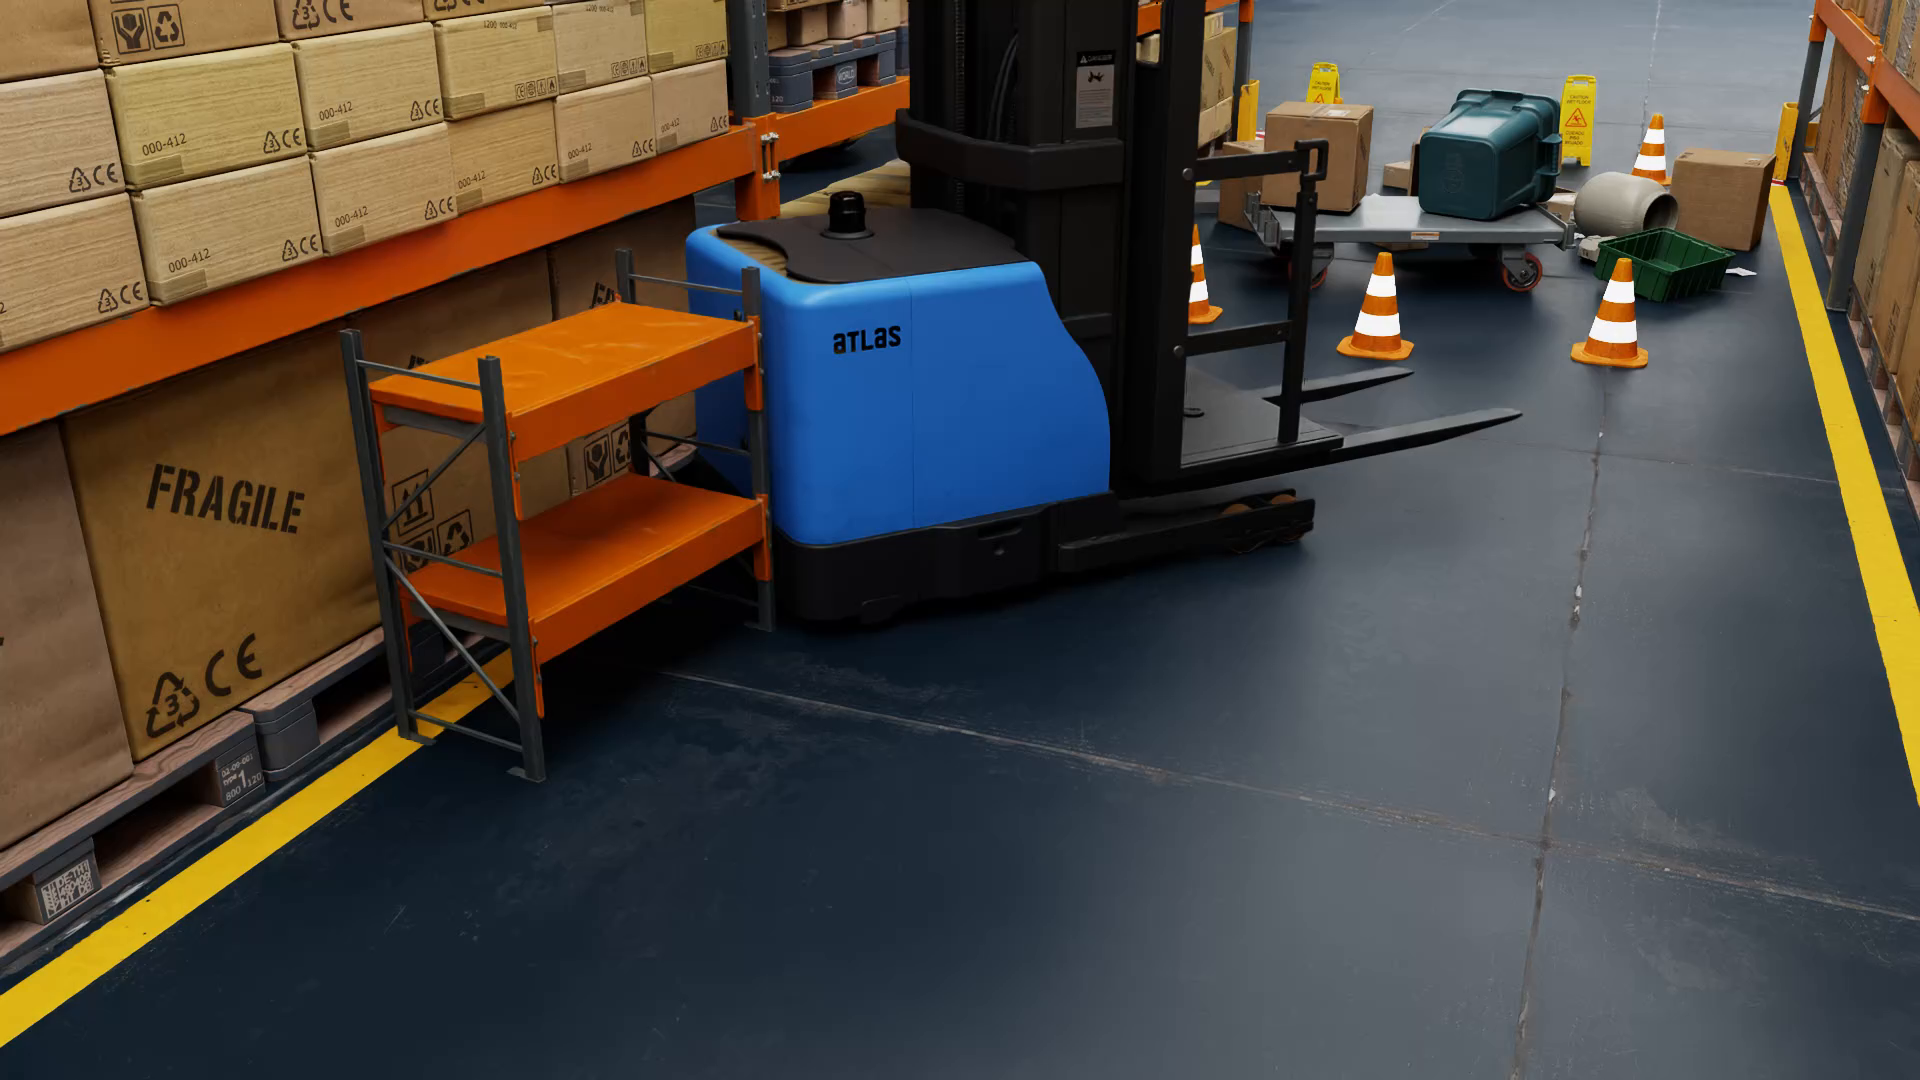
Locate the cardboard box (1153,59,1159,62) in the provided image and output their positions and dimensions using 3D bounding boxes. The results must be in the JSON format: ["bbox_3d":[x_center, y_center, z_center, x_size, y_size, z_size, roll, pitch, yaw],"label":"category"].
[{"bbox_3d":[0.976,-2.820,10.660,0.500,0.500,0.500,10,25,22],"label":"cardboard box"}]

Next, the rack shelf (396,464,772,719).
[{"bbox_3d":[-1.037,0.109,4.663,0.538,0.278,1.000,12,26,27],"label":"rack shelf"}]

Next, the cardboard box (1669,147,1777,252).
[{"bbox_3d":[4.576,-2.061,10.033,0.500,0.500,0.500,13,26,29],"label":"cardboard box"}]

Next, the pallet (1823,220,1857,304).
[{"bbox_3d":[5.307,-1.485,9.032,1.003,0.211,1.213,9,24,20],"label":"pallet"}]

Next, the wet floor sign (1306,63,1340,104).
[{"bbox_3d":[2.868,-3.443,13.157,0.267,0.644,0.232,19,29,38],"label":"wet floor sign"}]

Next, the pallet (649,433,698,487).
[{"bbox_3d":[-1.530,-0.194,5.941,1.003,0.211,1.213,9,24,20],"label":"pallet"}]

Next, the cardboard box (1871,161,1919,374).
[{"bbox_3d":[4.443,-1.087,6.835,1.050,0.750,0.750,9,24,20],"label":"cardboard box"}]

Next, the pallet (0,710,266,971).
[{"bbox_3d":[-2.436,0.679,3.851,1.003,0.211,1.213,9,24,20],"label":"pallet"}]

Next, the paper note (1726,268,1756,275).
[{"bbox_3d":[4.361,-1.512,9.328,0.147,0.020,0.142,-7,24,-17],"label":"paper note"}]

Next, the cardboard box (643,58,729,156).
[{"bbox_3d":[-1.114,-1.465,5.560,0.500,0.250,0.500,8,24,18],"label":"cardboard box"}]

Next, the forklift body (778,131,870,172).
[{"bbox_3d":[-1.816,-3.993,12.519,2.313,2.155,1.214,9,24,20],"label":"forklift body"}]

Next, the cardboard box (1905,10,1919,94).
[{"bbox_3d":[4.132,-2.048,6.632,0.500,0.500,0.500,9,24,20],"label":"cardboard box"}]

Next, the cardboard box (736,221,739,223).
[{"bbox_3d":[-0.681,-1.199,7.594,0.950,0.372,0.625,8,24,19],"label":"cardboard box"}]

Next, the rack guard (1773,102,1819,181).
[{"bbox_3d":[6.447,-2.798,11.799,1.175,0.500,0.348,9,24,20],"label":"rack guard"}]

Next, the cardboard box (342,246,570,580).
[{"bbox_3d":[-1.836,-0.412,5.056,0.875,0.875,0.875,9,24,21],"label":"cardboard box"}]

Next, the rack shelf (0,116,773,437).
[{"bbox_3d":[-1.910,-0.705,4.478,1.077,0.370,4.000,9,24,20],"label":"rack shelf"}]

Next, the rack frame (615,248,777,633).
[{"bbox_3d":[-0.786,-0.287,4.977,0.500,1.125,0.032,12,26,27],"label":"rack frame"}]

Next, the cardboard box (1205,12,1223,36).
[{"bbox_3d":[1.675,-3.720,11.973,0.380,0.149,0.250,10,24,22],"label":"cardboard box"}]

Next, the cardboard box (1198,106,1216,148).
[{"bbox_3d":[1.554,-3.028,12.130,0.500,0.250,0.500,9,24,20],"label":"cardboard box"}]

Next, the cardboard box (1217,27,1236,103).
[{"bbox_3d":[1.749,-3.562,12.436,0.500,0.500,0.500,9,24,20],"label":"cardboard box"}]

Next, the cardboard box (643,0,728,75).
[{"bbox_3d":[-1.111,-1.704,5.484,0.500,0.250,0.500,9,24,20],"label":"cardboard box"}]

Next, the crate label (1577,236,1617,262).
[{"bbox_3d":[3.713,-1.659,9.544,0.298,0.136,0.250,-7,24,-17],"label":"crate label"}]

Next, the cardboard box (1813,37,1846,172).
[{"bbox_3d":[6.247,-2.904,11.022,0.875,0.875,0.875,9,24,20],"label":"cardboard box"}]

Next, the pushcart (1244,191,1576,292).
[{"bbox_3d":[2.454,-1.665,9.247,1.648,0.377,0.936,1,23,2],"label":"pushcart"}]

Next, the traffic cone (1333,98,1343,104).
[{"bbox_3d":[2.842,-3.106,12.585,0.336,0.463,0.334,9,24,20],"label":"traffic cone"}]

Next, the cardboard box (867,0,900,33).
[{"bbox_3d":[-0.472,-2.203,6.913,0.380,0.149,0.250,9,24,20],"label":"cardboard box"}]

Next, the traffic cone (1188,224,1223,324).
[{"bbox_3d":[1.158,-1.369,8.427,0.336,0.463,0.334,9,24,20],"label":"traffic cone"}]

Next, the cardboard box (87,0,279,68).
[{"bbox_3d":[-1.871,-1.310,3.567,0.500,0.500,0.500,8,24,19],"label":"cardboard box"}]

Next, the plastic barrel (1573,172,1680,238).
[{"bbox_3d":[3.949,-1.948,9.864,0.421,0.421,0.512,-12,25,-26],"label":"plastic barrel"}]

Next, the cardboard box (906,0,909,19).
[{"bbox_3d":[-0.386,-2.407,7.402,0.380,0.149,0.250,10,25,22],"label":"cardboard box"}]

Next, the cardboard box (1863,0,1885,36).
[{"bbox_3d":[5.261,-2.914,8.640,0.875,0.550,0.550,9,24,20],"label":"cardboard box"}]

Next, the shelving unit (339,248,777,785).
[{"bbox_3d":[-1.037,-0.116,4.569,0.538,1.125,1.048,12,26,27],"label":"shelving unit"}]

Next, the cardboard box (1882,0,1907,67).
[{"bbox_3d":[4.507,-2.408,7.492,0.500,0.500,0.500,9,24,21],"label":"cardboard box"}]

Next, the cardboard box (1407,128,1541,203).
[{"bbox_3d":[3.163,-2.199,10.185,0.797,0.637,0.503,9,24,20],"label":"cardboard box"}]

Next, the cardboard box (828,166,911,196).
[{"bbox_3d":[-0.138,-1.719,8.838,0.950,0.372,0.625,10,25,23],"label":"cardboard box"}]

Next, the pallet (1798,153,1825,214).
[{"bbox_3d":[6.213,-2.358,11.122,1.003,0.211,1.213,9,24,20],"label":"pallet"}]

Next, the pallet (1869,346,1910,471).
[{"bbox_3d":[4.284,-0.499,6.672,1.003,0.211,1.213,9,24,20],"label":"pallet"}]

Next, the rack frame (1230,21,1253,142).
[{"bbox_3d":[1.804,-4.615,12.907,1.000,3.000,0.127,9,24,20],"label":"rack frame"}]

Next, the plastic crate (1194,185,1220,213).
[{"bbox_3d":[1.663,-2.281,11.107,0.402,0.080,0.583,1,23,2],"label":"plastic crate"}]

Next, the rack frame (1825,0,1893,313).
[{"bbox_3d":[4.952,-2.511,7.870,1.000,3.000,0.127,9,24,20],"label":"rack frame"}]

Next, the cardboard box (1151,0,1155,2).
[{"bbox_3d":[1.044,-3.515,10.600,0.380,0.149,0.250,9,24,20],"label":"cardboard box"}]

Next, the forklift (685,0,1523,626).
[{"bbox_3d":[0.645,-1.475,5.480,3.031,2.935,1.130,-11,25,-25],"label":"forklift"}]

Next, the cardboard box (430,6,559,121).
[{"bbox_3d":[-1.470,-1.334,4.597,0.500,0.250,0.500,8,24,19],"label":"cardboard box"}]

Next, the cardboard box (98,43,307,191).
[{"bbox_3d":[-1.848,-0.967,3.719,0.500,0.250,0.500,9,24,21],"label":"cardboard box"}]

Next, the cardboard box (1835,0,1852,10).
[{"bbox_3d":[5.833,-3.490,10.019,0.875,0.550,0.550,9,24,20],"label":"cardboard box"}]

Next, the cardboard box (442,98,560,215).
[{"bbox_3d":[-1.491,-1.102,4.691,0.500,0.250,0.500,9,24,20],"label":"cardboard box"}]

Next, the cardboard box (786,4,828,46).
[{"bbox_3d":[-0.738,-2.016,6.466,0.380,0.149,0.250,7,24,17],"label":"cardboard box"}]

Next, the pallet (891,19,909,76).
[{"bbox_3d":[-0.470,-2.378,7.800,1.003,0.211,1.213,9,24,20],"label":"pallet"}]

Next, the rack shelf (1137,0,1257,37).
[{"bbox_3d":[1.061,-3.567,11.332,1.077,0.370,4.000,9,24,20],"label":"rack shelf"}]

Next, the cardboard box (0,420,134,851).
[{"bbox_3d":[-2.497,0.233,3.513,0.875,0.875,0.875,10,25,22],"label":"cardboard box"}]

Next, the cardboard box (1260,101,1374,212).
[{"bbox_3d":[1.982,-2.135,9.231,0.500,0.500,0.500,9,24,20],"label":"cardboard box"}]

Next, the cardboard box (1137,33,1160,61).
[{"bbox_3d":[1.080,-3.147,10.600,0.380,0.149,0.250,10,25,22],"label":"cardboard box"}]

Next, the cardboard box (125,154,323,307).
[{"bbox_3d":[-1.849,-0.738,3.819,0.500,0.250,0.500,9,24,20],"label":"cardboard box"}]

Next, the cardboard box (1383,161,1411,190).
[{"bbox_3d":[3.193,-2.542,11.642,0.250,0.149,0.380,-17,28,-35],"label":"cardboard box"}]

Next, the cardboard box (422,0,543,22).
[{"bbox_3d":[-1.490,-1.676,4.443,0.500,0.500,0.500,9,24,20],"label":"cardboard box"}]

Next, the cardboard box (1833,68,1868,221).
[{"bbox_3d":[5.582,-2.263,9.487,0.875,0.875,0.875,9,24,20],"label":"cardboard box"}]

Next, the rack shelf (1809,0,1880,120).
[{"bbox_3d":[5.695,-2.895,9.722,1.077,0.370,4.000,9,24,20],"label":"rack shelf"}]
